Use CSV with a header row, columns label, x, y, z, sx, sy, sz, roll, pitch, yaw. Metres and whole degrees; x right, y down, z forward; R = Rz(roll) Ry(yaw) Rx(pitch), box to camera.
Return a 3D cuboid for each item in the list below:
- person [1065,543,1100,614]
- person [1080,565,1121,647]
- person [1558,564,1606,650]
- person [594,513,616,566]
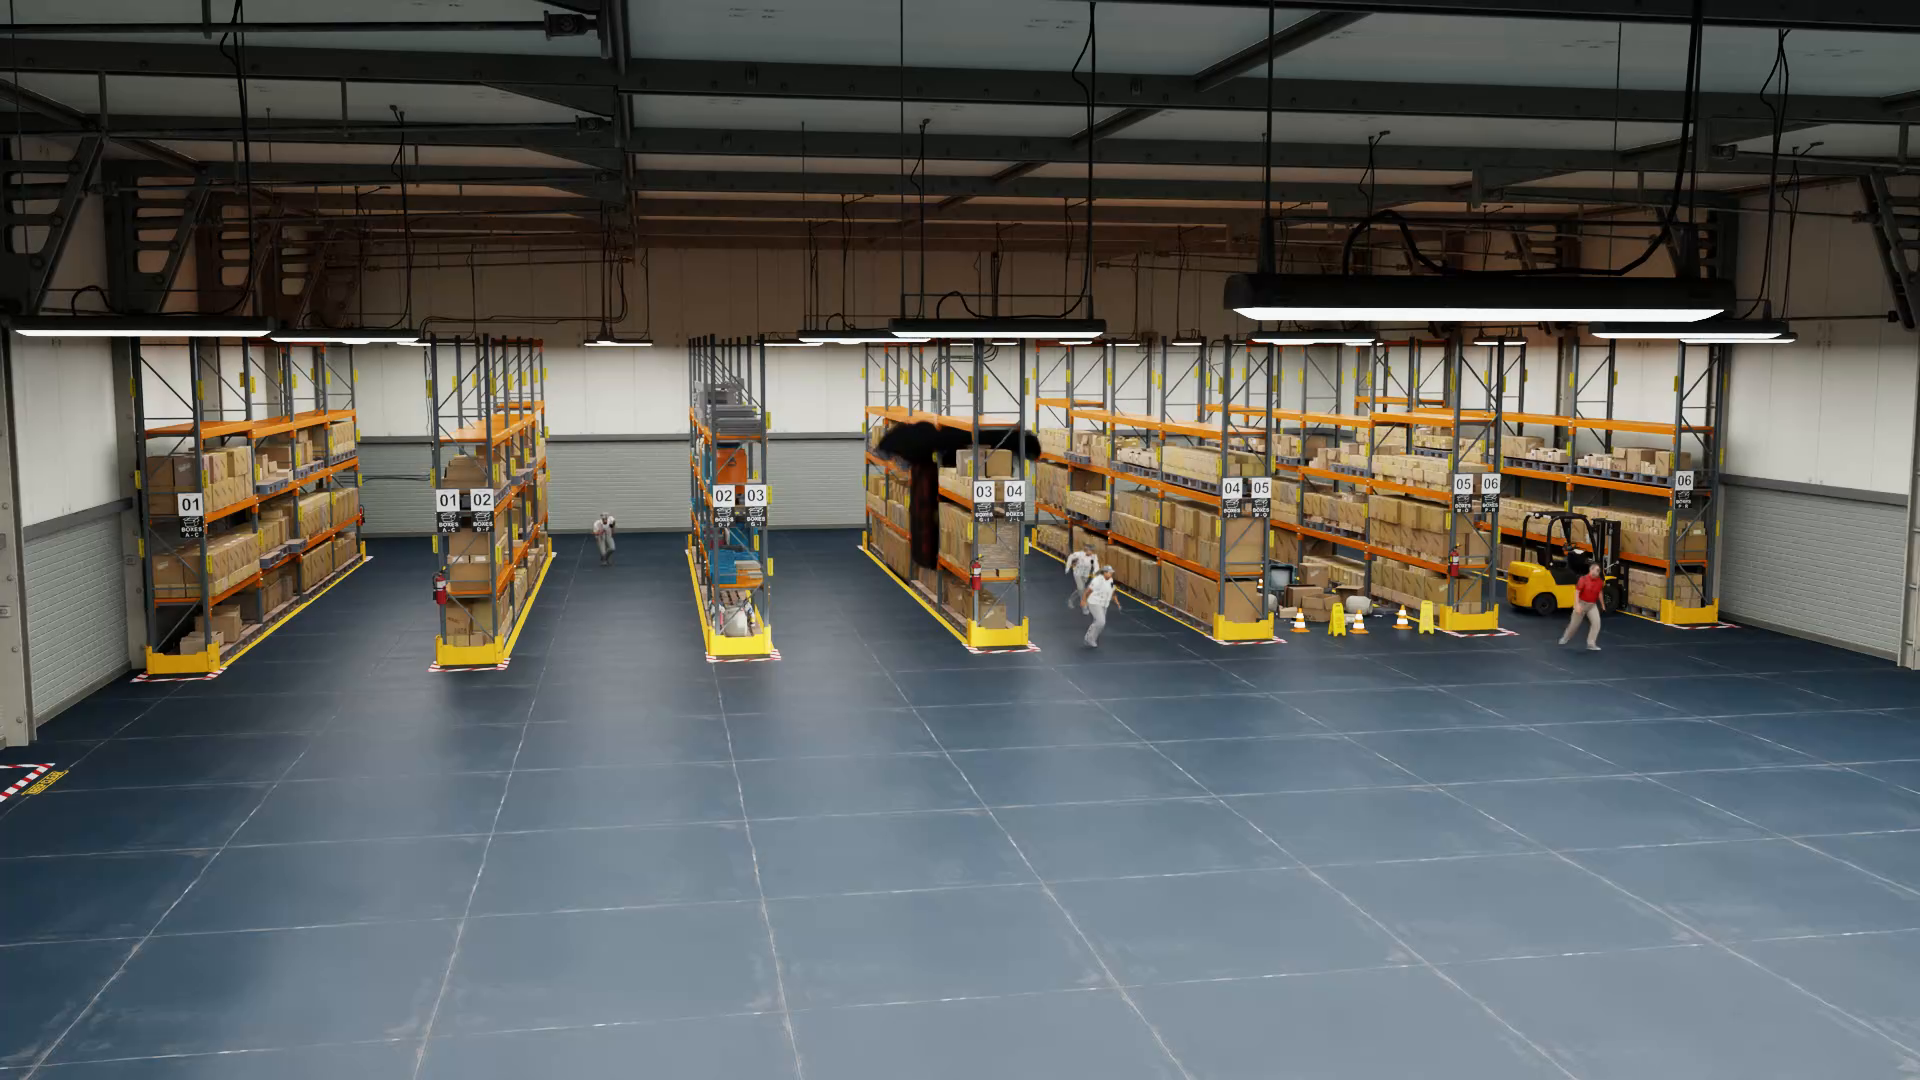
label,x,y,z,sx,sy,sz,roll,pitch,yaw
person,2.566,0.775,34.964,0.623,1.491,1.022,-2,7,-18
person,2.710,1.264,31.968,0.565,1.607,0.740,-6,9,-41
person,11.994,1.250,31.933,0.719,1.652,0.867,-2,7,-18
person,-9.345,-0.018,43.801,0.684,1.469,1.024,-3,7,-27
